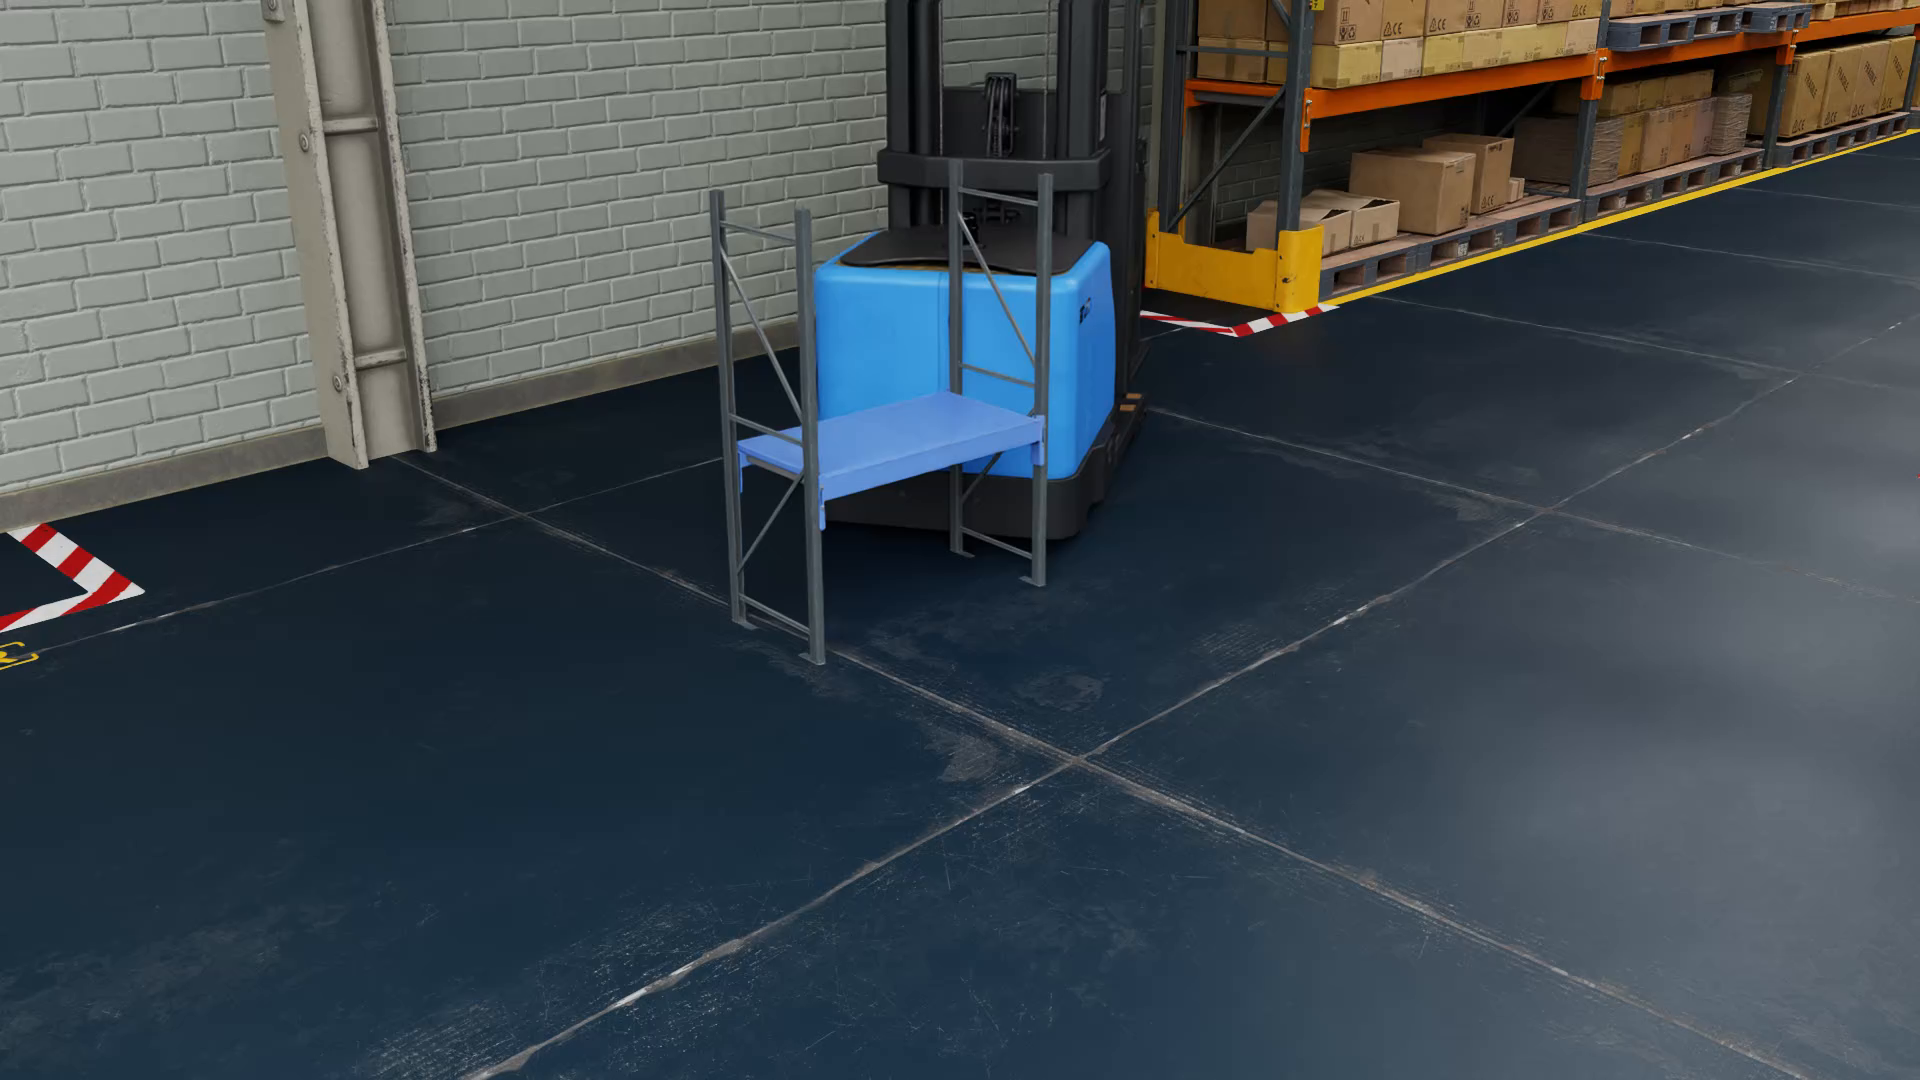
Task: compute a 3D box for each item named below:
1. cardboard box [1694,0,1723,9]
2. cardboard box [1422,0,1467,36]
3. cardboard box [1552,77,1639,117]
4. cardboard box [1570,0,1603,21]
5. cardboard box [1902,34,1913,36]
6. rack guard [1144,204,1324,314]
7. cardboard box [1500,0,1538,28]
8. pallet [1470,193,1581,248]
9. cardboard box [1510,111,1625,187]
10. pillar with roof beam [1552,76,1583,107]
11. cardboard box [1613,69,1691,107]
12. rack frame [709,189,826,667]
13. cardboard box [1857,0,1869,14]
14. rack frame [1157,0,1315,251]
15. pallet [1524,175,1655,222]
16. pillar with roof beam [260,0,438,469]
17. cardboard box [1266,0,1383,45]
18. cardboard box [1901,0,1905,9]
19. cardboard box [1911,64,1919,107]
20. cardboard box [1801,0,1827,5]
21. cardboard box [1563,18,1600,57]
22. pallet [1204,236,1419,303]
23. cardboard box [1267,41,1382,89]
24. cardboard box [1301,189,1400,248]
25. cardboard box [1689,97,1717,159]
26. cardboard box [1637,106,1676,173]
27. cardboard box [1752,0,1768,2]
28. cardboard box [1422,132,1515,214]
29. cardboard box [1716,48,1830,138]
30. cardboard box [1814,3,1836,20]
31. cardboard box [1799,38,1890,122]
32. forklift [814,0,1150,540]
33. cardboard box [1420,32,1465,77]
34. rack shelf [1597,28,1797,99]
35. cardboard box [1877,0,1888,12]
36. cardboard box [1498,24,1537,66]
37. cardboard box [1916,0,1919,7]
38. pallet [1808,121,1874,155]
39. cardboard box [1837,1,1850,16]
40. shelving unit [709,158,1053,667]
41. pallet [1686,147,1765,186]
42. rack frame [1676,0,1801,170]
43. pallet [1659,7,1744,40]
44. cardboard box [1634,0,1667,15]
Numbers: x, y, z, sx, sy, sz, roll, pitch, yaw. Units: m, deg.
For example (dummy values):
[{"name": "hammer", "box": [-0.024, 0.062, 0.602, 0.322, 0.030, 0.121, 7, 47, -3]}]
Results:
[{"name": "cardboard box", "box": [6.075, -4.807, 14.149, 0.700, 0.500, 0.500, 19, 28, 41]}, {"name": "cardboard box", "box": [2.934, -3.541, 10.742, 0.500, 0.500, 0.500, 18, 27, 39]}, {"name": "cardboard box", "box": [5.265, -3.672, 13.774, 0.500, 0.250, 0.500, 19, 28, 40]}, {"name": "cardboard box", "box": [4.350, -4.067, 12.110, 0.500, 0.500, 0.500, 19, 28, 41]}, {"name": "cardboard box", "box": [11.474, -5.944, 19.852, 0.380, 0.149, 0.250, 20, 28, 41]}, {"name": "rack guard", "box": [1.721, -1.801, 10.563, 1.175, 0.500, 0.348, 19, 28, 41]}, {"name": "cardboard box", "box": [3.647, -3.810, 11.443, 0.500, 0.500, 0.500, 18, 28, 39]}, {"name": "pallet", "box": [4.016, -2.493, 12.767, 1.003, 0.211, 1.213, 19, 28, 41]}, {"name": "cardboard box", "box": [4.960, -3.208, 13.611, 0.500, 0.500, 0.700, -19, 28, -40]}, {"name": "pillar with roof beam", "box": [8.807, -6.610, 11.228, 9.100, 9.000, 0.400, 19, 28, 41]}, {"name": "cardboard box", "box": [5.986, -3.931, 14.446, 0.500, 0.250, 0.500, 19, 28, 40]}, {"name": "rack frame", "box": [-0.622, -0.350, 5.396, 0.032, 1.500, 0.500, -18, 27, -38]}, {"name": "cardboard box", "box": [8.895, -5.386, 16.729, 0.250, 0.149, 0.380, -19, 28, -40]}, {"name": "rack frame", "box": [1.668, -2.948, 10.064, 1.000, 3.000, 0.127, 19, 28, 41]}, {"name": "pallet", "box": [5.001, -2.875, 13.761, 1.003, 0.211, 1.213, 19, 28, 41]}, {"name": "pillar with roof beam", "box": [0.436, -3.525, 3.203, 9.100, 9.000, 0.400, 19, 28, 41]}, {"name": "cardboard box", "box": [2.217, -3.285, 10.076, 0.500, 0.500, 0.500, 19, 28, 41]}, {"name": "cardboard box", "box": [9.635, -5.641, 17.392, 0.250, 0.149, 0.380, -19, 28, -40]}, {"name": "cardboard box", "box": [10.635, -5.229, 18.896, 0.700, 0.500, 0.500, 20, 29, 41]}, {"name": "cardboard box", "box": [7.771, -5.260, 15.497, 0.500, 0.500, 0.500, -19, 28, -40]}, {"name": "cardboard box", "box": [4.345, -3.718, 12.248, 0.500, 0.250, 0.500, 19, 28, 41]}, {"name": "pallet", "box": [2.313, -1.866, 11.135, 1.003, 0.211, 1.213, 19, 28, 41]}, {"name": "cardboard box", "box": [2.236, -2.933, 10.207, 0.500, 0.250, 0.500, 18, 28, 39]}, {"name": "cardboard box", "box": [2.613, -2.200, 11.253, 0.500, 0.311, 0.500, -17, 27, -38]}, {"name": "cardboard box", "box": [6.342, -3.742, 14.999, 0.700, 0.500, 0.500, 19, 28, 41]}, {"name": "cardboard box", "box": [5.670, -3.475, 14.305, 0.700, 0.500, 0.500, 20, 28, 41]}, {"name": "cardboard box", "box": [6.928, -5.133, 14.996, 0.700, 0.500, 0.500, 15, 26, 35]}, {"name": "cardboard box", "box": [3.763, -2.738, 12.388, 0.500, 0.500, 0.500, 17, 27, 37]}, {"name": "cardboard box", "box": [7.856, -4.353, 16.131, 0.750, 0.750, 0.750, 19, 28, 40]}, {"name": "cardboard box", "box": [8.073, -5.033, 15.810, 0.250, 0.149, 0.380, -19, 28, -40]}, {"name": "cardboard box", "box": [9.061, -4.796, 17.284, 0.750, 0.750, 0.750, -19, 28, -40]}, {"name": "forklift", "box": [0.282, -1.865, 7.342, 1.130, 2.935, 3.031, 5, 22, 13]}, {"name": "cardboard box", "box": [2.948, -3.200, 10.900, 0.500, 0.250, 0.500, 19, 28, 40]}, {"name": "rack shelf", "box": [5.854, -4.155, 14.205, 1.077, 0.370, 4.000, 19, 28, 41]}, {"name": "cardboard box", "box": [9.274, -5.512, 17.057, 0.380, 0.149, 0.250, 19, 28, 41]}, {"name": "cardboard box", "box": [3.652, -3.459, 11.574, 0.500, 0.250, 0.500, 19, 28, 40]}, {"name": "cardboard box", "box": [10.007, -5.767, 17.720, 0.380, 0.149, 0.250, 20, 28, 41]}, {"name": "pallet", "box": [8.704, -4.199, 17.204, 1.003, 0.211, 1.213, 19, 28, 41]}, {"name": "cardboard box", "box": [8.522, -5.261, 16.403, 0.250, 0.149, 0.380, -20, 28, -41]}, {"name": "shelving unit", "box": [-0.243, -0.472, 5.711, 1.048, 1.500, 0.538, -18, 27, -38]}, {"name": "pallet", "box": [6.703, -3.502, 15.393, 1.003, 0.211, 1.213, 19, 28, 41]}, {"name": "rack frame", "box": [7.249, -5.005, 15.414, 1.000, 3.000, 0.127, 19, 28, 41]}, {"name": "pallet", "box": [5.898, -4.396, 14.098, 1.003, 0.211, 1.213, 19, 28, 41]}, {"name": "cardboard box", "box": [5.233, -4.492, 13.329, 0.500, 0.500, 0.700, -17, 27, -37]}]
